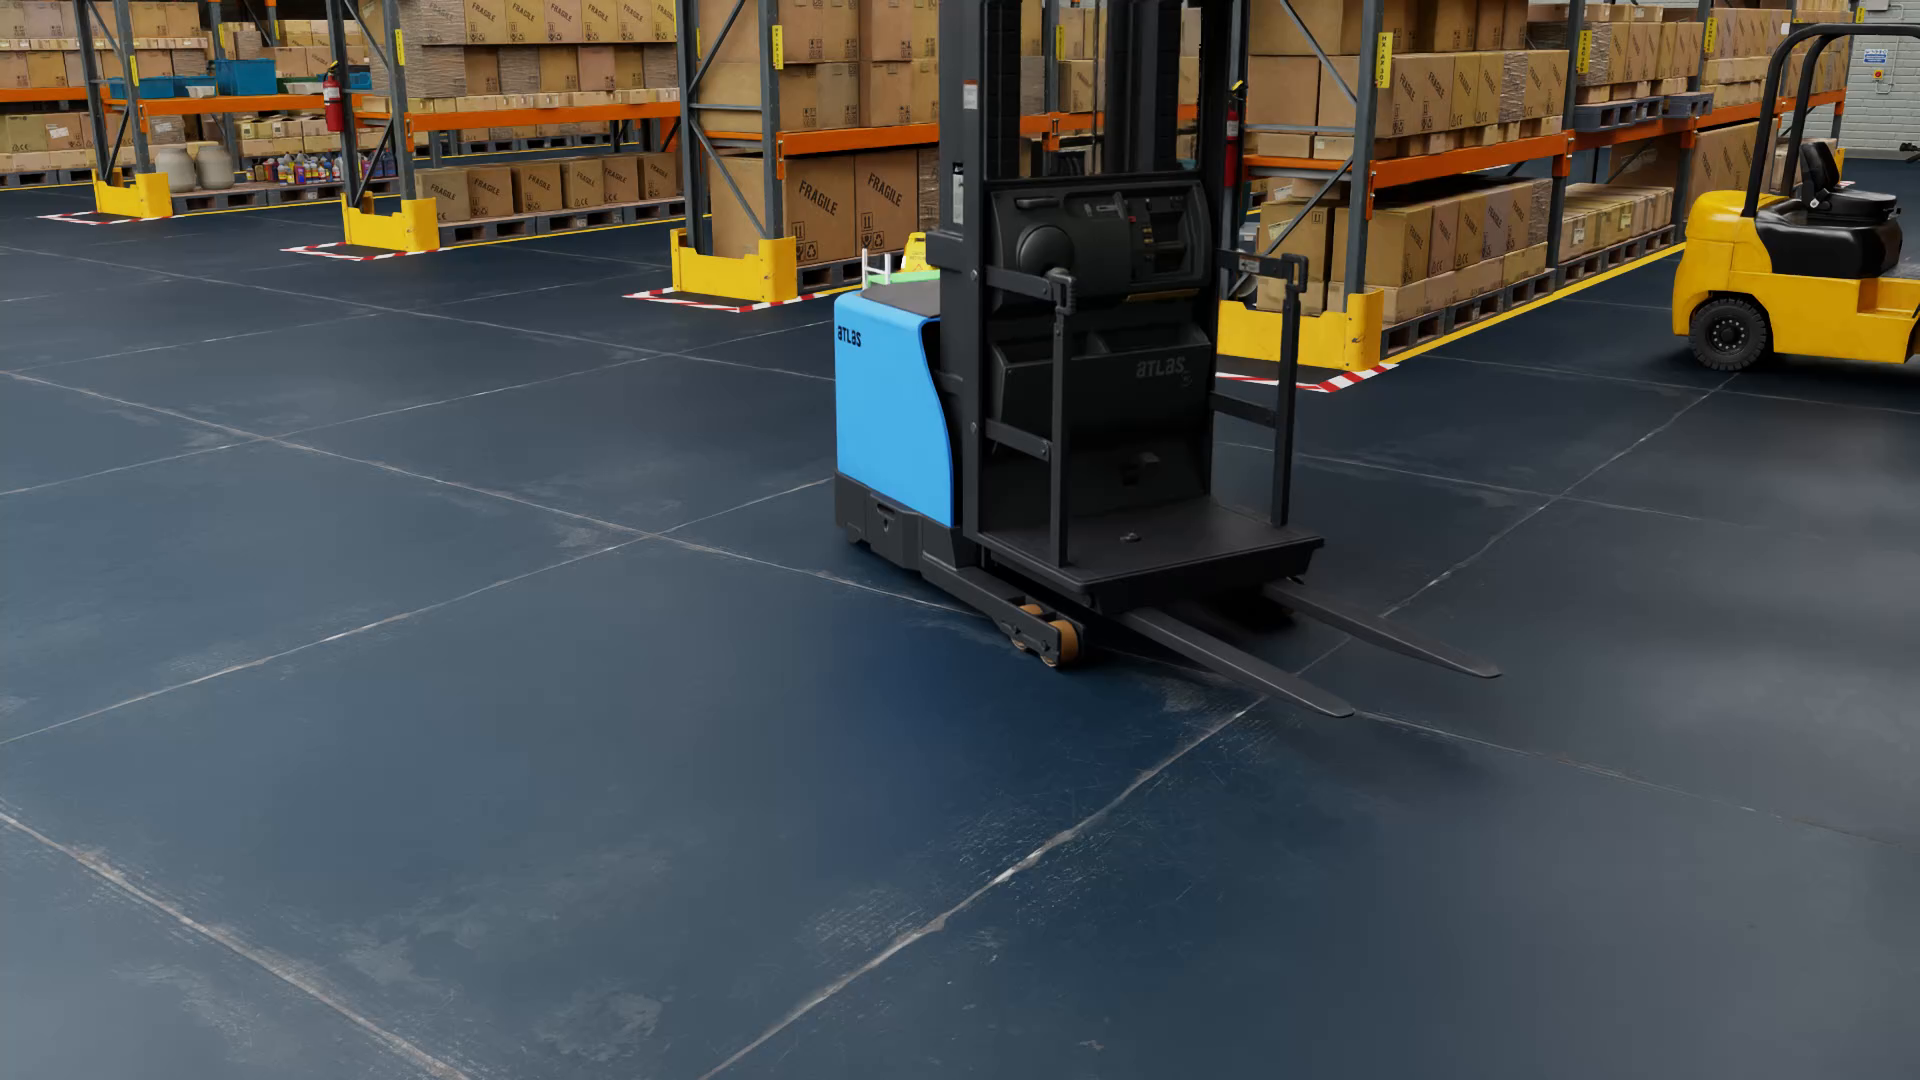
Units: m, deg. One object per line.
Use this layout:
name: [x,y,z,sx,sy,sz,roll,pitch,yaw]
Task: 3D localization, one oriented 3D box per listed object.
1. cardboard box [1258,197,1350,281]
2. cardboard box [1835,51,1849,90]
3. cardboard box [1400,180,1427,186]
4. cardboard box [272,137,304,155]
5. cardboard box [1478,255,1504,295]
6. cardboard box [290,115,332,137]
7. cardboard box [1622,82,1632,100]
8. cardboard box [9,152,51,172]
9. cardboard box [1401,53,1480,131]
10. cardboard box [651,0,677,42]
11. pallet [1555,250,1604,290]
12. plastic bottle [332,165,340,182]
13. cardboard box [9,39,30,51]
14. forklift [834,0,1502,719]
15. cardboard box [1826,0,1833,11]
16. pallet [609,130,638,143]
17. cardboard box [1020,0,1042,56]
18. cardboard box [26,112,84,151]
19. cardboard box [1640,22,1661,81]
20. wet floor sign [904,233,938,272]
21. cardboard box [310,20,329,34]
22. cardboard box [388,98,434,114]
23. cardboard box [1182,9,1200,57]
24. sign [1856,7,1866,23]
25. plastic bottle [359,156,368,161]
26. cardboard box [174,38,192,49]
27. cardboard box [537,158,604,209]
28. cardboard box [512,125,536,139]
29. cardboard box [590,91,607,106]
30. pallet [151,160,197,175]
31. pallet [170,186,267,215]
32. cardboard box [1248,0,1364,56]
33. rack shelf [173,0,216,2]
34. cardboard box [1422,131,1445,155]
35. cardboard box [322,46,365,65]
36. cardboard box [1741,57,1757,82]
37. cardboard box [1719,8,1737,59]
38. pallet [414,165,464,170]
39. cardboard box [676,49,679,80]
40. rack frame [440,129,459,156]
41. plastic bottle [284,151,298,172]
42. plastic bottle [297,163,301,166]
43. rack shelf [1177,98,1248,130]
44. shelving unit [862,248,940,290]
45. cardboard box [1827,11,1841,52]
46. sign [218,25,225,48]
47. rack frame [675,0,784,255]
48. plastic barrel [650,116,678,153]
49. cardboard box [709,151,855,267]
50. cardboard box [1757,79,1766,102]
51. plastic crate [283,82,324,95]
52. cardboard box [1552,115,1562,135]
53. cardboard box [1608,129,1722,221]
cardboard box: [2.440,-2.121,11.680,0.500,0.500,0.500,13,21,35]
cardboard box: [11.630,-6.336,22.419,0.500,0.500,0.500,13,21,35]
cardboard box: [3.401,-2.847,12.925,0.380,0.149,0.250,14,22,38]
cardboard box: [-10.612,-6.155,25.935,0.500,0.250,0.500,13,22,36]
cardboard box: [3.803,-2.041,12.688,0.500,0.250,0.500,13,21,36]
cardboard box: [-10.301,-6.545,26.246,0.500,0.311,0.500,12,21,33]
cardboard box: [5.737,-3.999,14.779,0.380,0.149,0.250,13,21,35]
cardboard box: [-12.948,-5.237,22.977,0.500,0.250,0.500,12,21,35]
cardboard box: [3.285,-3.138,11.620,0.500,0.500,0.500,12,21,34]
cardboard box: [-3.451,-5.854,18.681,0.500,0.500,0.500,12,21,35]
pallet: [5.018,-2.445,14.762,1.003,0.211,1.213,12,21,35]
plastic bottle: [-7.989,-4.693,21.276,0.097,0.201,0.097,0,17,0]
cardboard box: [-12.877,-6.736,22.616,0.380,0.149,0.250,12,21,34]
forklift: [0.633,-1.110,5.875,1.130,2.935,3.031,-10,20,-29]
cardboard box: [10.936,-6.850,21.296,0.380,0.149,0.250,13,22,36]
pallet: [-6.181,-7.831,32.105,1.003,0.211,1.213,12,21,35]
cardboard box: [0.272,-4.947,16.044,0.875,0.550,0.550,12,21,35]
cardboard box: [-12.659,-5.716,23.256,0.500,0.500,0.500,12,21,35]
cardboard box: [5.966,-4.402,14.982,0.500,0.500,0.500,11,21,32]
wet floor sign: [-0.291,-2.008,12.622,0.267,0.644,0.232,8,19,25]
cardboard box: [-12.157,-9.669,31.354,0.500,0.250,0.500,12,21,34]
cardboard box: [-5.426,-4.296,16.442,0.380,0.149,0.250,12,21,35]
cardboard box: [2.327,-5.694,18.667,0.700,0.500,0.500,12,21,34]
sign: [12.133,-7.016,22.428,0.100,0.325,0.005,12,21,35]
plastic bottle: [-7.782,-4.897,21.807,0.152,0.276,0.135,12,21,35]
cardboard box: [-11.496,-7.290,24.399,0.380,0.149,0.250,12,21,34]
cardboard box: [-4.316,-3.962,18.450,0.500,0.500,0.500,10,20,30]
cardboard box: [-7.863,-7.365,29.376,0.500,0.500,0.500,12,21,34]
cardboard box: [-4.080,-4.830,18.164,0.380,0.149,0.250,12,21,35]
pallet: [-11.865,-5.580,24.857,1.003,0.211,1.213,12,21,35]
pallet: [-9.269,-4.152,20.259,1.003,0.211,1.213,12,21,35]
cardboard box: [2.301,-3.466,10.991,0.700,0.500,0.500,12,21,33]
rack shelf: [-12.549,-7.706,23.157,1.077,0.370,4.000,12,21,35]
cardboard box: [3.091,-2.727,11.390,0.380,0.149,0.250,13,21,36]
cardboard box: [-9.961,-7.692,26.786,0.500,0.500,0.500,11,20,32]
cardboard box: [8.367,-5.146,18.167,0.500,0.250,0.500,13,21,36]
cardboard box: [7.716,-5.263,17.280,0.500,0.500,0.500,13,21,35]
pallet: [-6.945,-5.080,23.246,1.003,0.211,1.213,12,21,35]
cardboard box: [-2.818,-5.994,19.768,1.000,1.000,1.000,13,21,35]
rack frame: [-8.974,-8.047,28.097,1.000,3.000,0.127,12,21,35]
plastic bottle: [-8.672,-4.853,21.539,0.144,0.351,0.185,13,22,37]
plastic bottle: [-8.549,-4.771,21.526,0.097,0.201,0.097,0,17,0]
rack shelf: [4.094,-5.527,21.198,1.077,0.370,4.000,12,21,35]
shelving unit: [-0.153,-0.720,7.535,0.503,1.200,0.258,-10,19,-29]
cardboard box: [11.024,-6.571,21.491,0.500,0.500,0.500,12,21,34]
sign: [-10.911,-7.447,24.575,0.100,0.325,0.005,12,21,35]
rack frame: [-1.864,-3.489,13.422,1.000,3.000,0.127,12,21,35]
plastic barrel: [-4.720,-6.454,25.920,0.600,0.830,0.708,12,21,35]
cardboard box: [-1.513,-2.848,14.232,0.875,0.875,0.875,13,21,35]
cardboard box: [8.953,-5.153,19.031,0.500,0.250,0.500,12,21,34]
plastic crate: [-8.146,-5.660,20.858,0.530,0.136,0.437,12,21,35]
cardboard box: [4.608,-3.341,13.368,0.380,0.149,0.250,12,21,34]
cardboard box: [7.417,-3.880,17.554,0.875,0.875,0.875,12,21,34]
